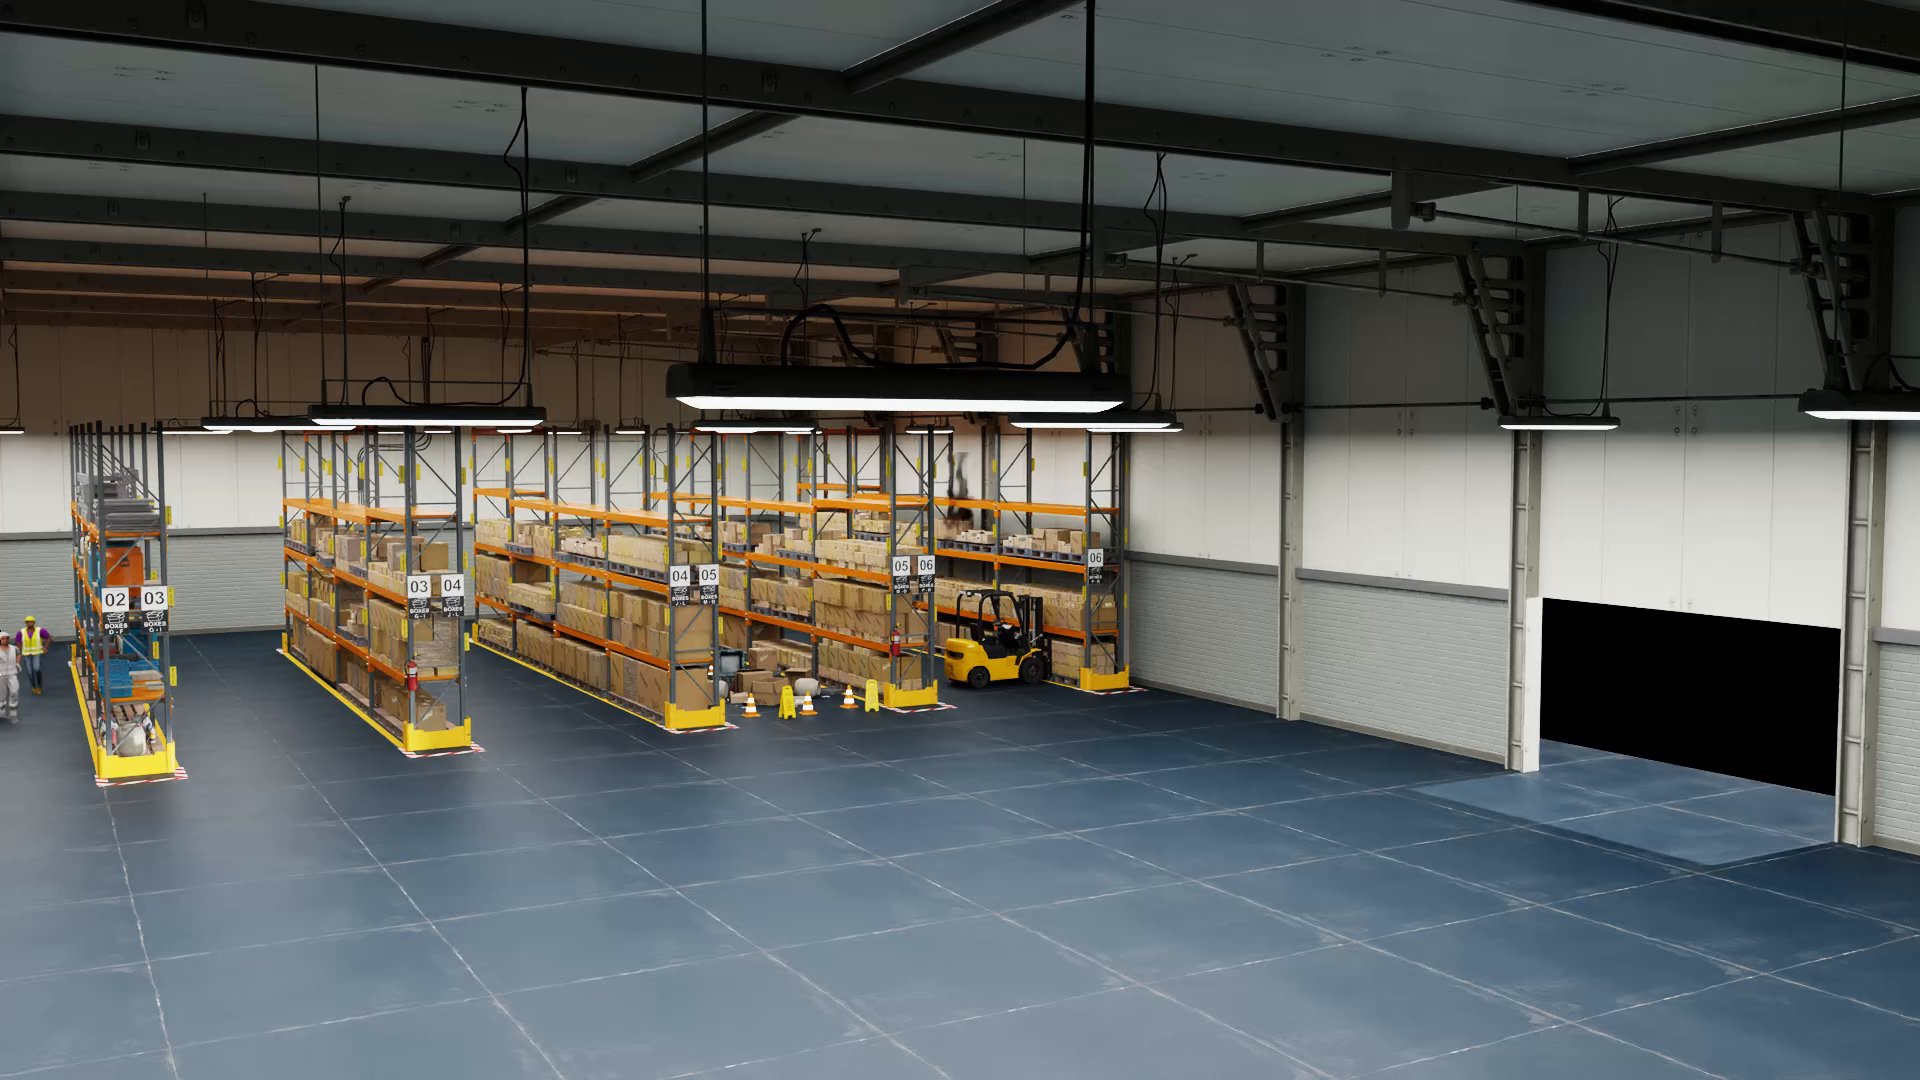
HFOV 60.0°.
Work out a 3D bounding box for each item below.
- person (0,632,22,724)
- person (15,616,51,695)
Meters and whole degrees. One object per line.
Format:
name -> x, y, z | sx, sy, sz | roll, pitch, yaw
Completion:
person -> -19.163, 2.757, 33.385 | 0.639, 1.839, 0.782 | -3, 5, -39
person -> -20.606, 2.570, 36.918 | 0.660, 1.777, 0.707 | -1, 4, -18
